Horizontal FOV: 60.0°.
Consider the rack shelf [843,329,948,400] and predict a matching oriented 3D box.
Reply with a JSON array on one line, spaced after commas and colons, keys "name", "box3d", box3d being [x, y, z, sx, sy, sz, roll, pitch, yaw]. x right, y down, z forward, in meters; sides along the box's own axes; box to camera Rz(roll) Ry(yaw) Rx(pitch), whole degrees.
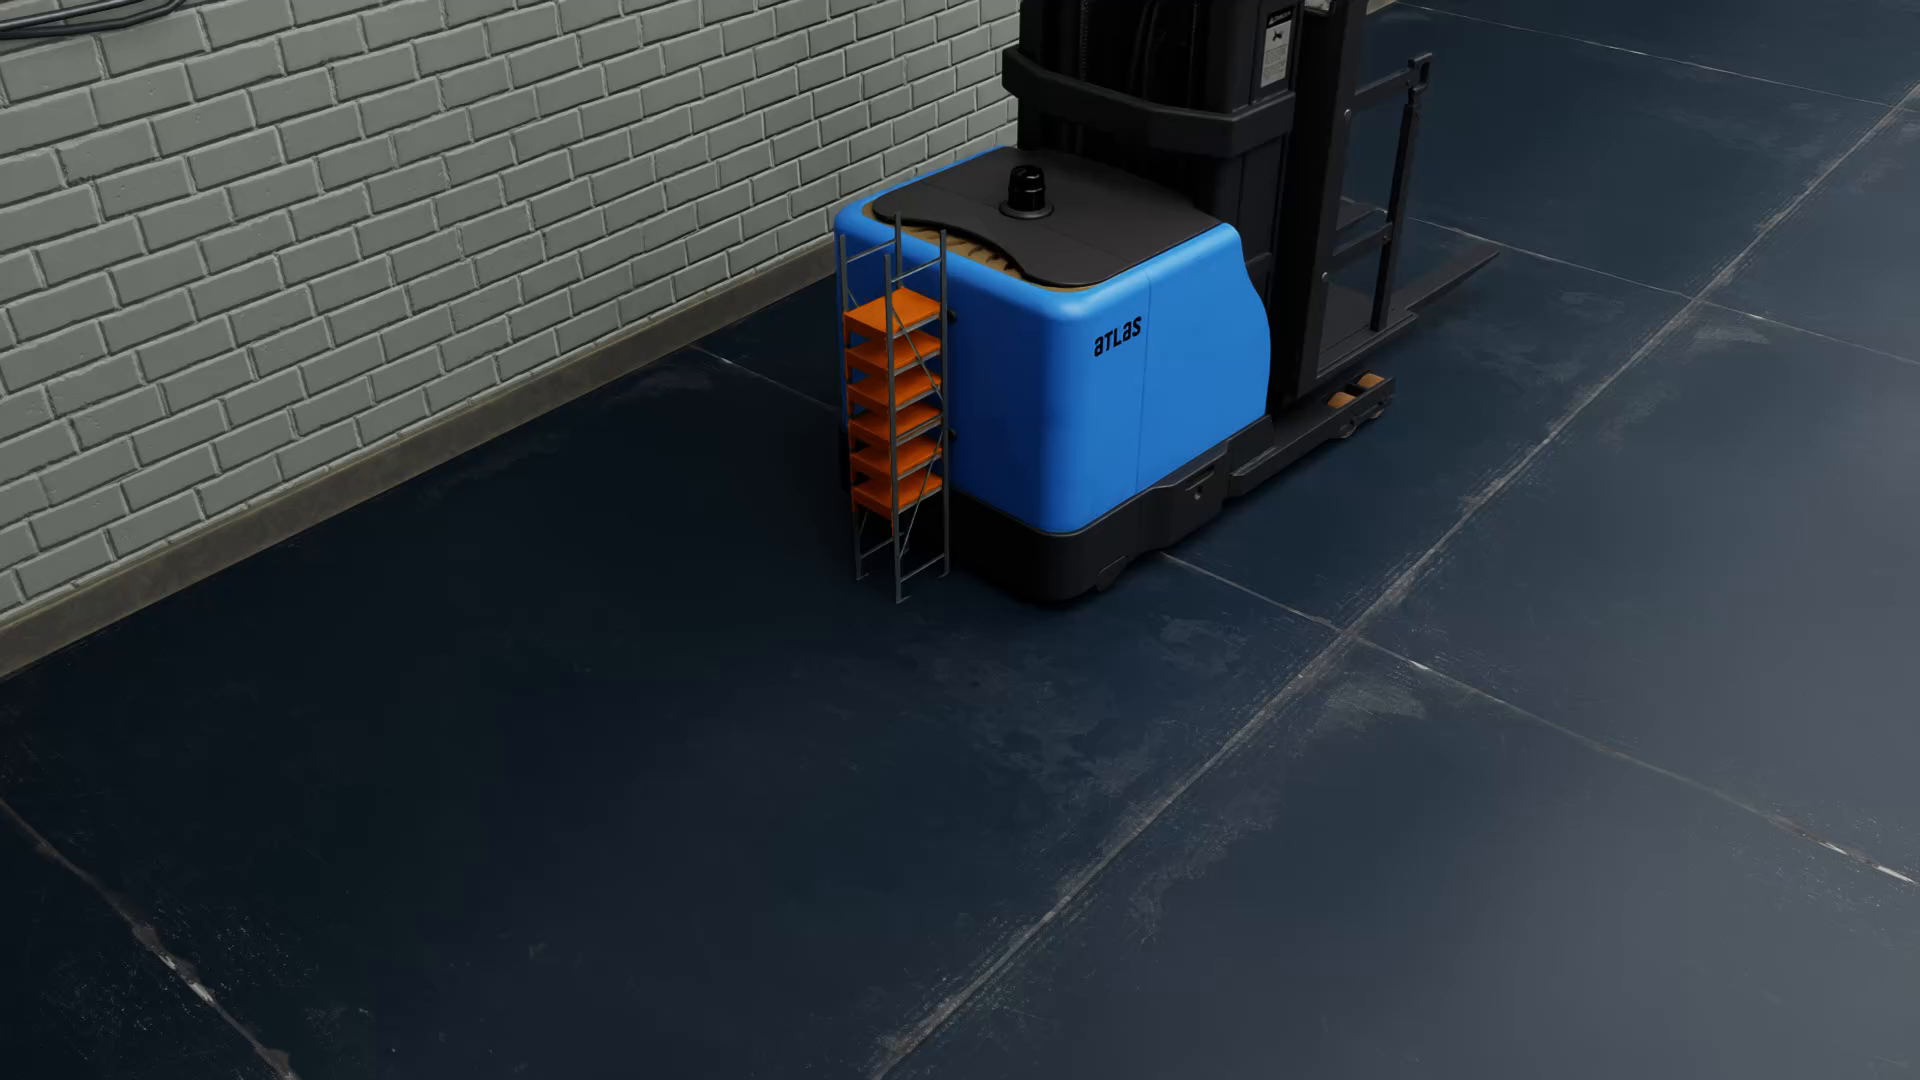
[{"name": "rack shelf", "box3d": [-0.189, -0.534, 4.919, 0.180, 0.103, 0.258, 28, 44, 35]}]

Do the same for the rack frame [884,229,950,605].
[{"name": "rack frame", "box3d": [-0.121, -0.337, 4.978, 0.006, 1.200, 0.240, 28, 44, 35]}]

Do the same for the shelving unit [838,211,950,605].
[{"name": "shelving unit", "box3d": [-0.188, -0.373, 5.031, 0.189, 1.200, 0.258, 28, 44, 35]}]

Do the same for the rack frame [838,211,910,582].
[{"name": "rack frame", "box3d": [-0.254, -0.409, 5.083, 0.006, 1.200, 0.240, 28, 44, 35]}]

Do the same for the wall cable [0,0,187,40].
[{"name": "wall cable", "box3d": [-2.978, -1.924, 3.144, 0.112, 2.526, 3.097, 25, 42, 32]}]

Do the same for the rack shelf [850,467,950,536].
[{"name": "rack shelf", "box3d": [-0.186, -0.140, 5.193, 0.180, 0.103, 0.258, 28, 44, 35]}]

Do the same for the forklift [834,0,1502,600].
[{"name": "forklift", "box3d": [0.974, -1.761, 5.524, 1.130, 2.935, 3.031, 28, 44, 35]}]

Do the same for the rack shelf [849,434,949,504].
[{"name": "rack shelf", "box3d": [-0.187, -0.238, 5.124, 0.180, 0.103, 0.258, 28, 44, 35]}]

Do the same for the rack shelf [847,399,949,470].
[{"name": "rack shelf", "box3d": [-0.187, -0.337, 5.056, 0.180, 0.103, 0.258, 28, 44, 35]}]

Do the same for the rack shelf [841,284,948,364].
[{"name": "rack shelf", "box3d": [-0.189, -0.633, 4.851, 0.180, 0.103, 0.258, 28, 44, 35]}]

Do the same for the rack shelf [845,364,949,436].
[{"name": "rack shelf", "box3d": [-0.188, -0.435, 4.987, 0.180, 0.103, 0.258, 28, 44, 35]}]
